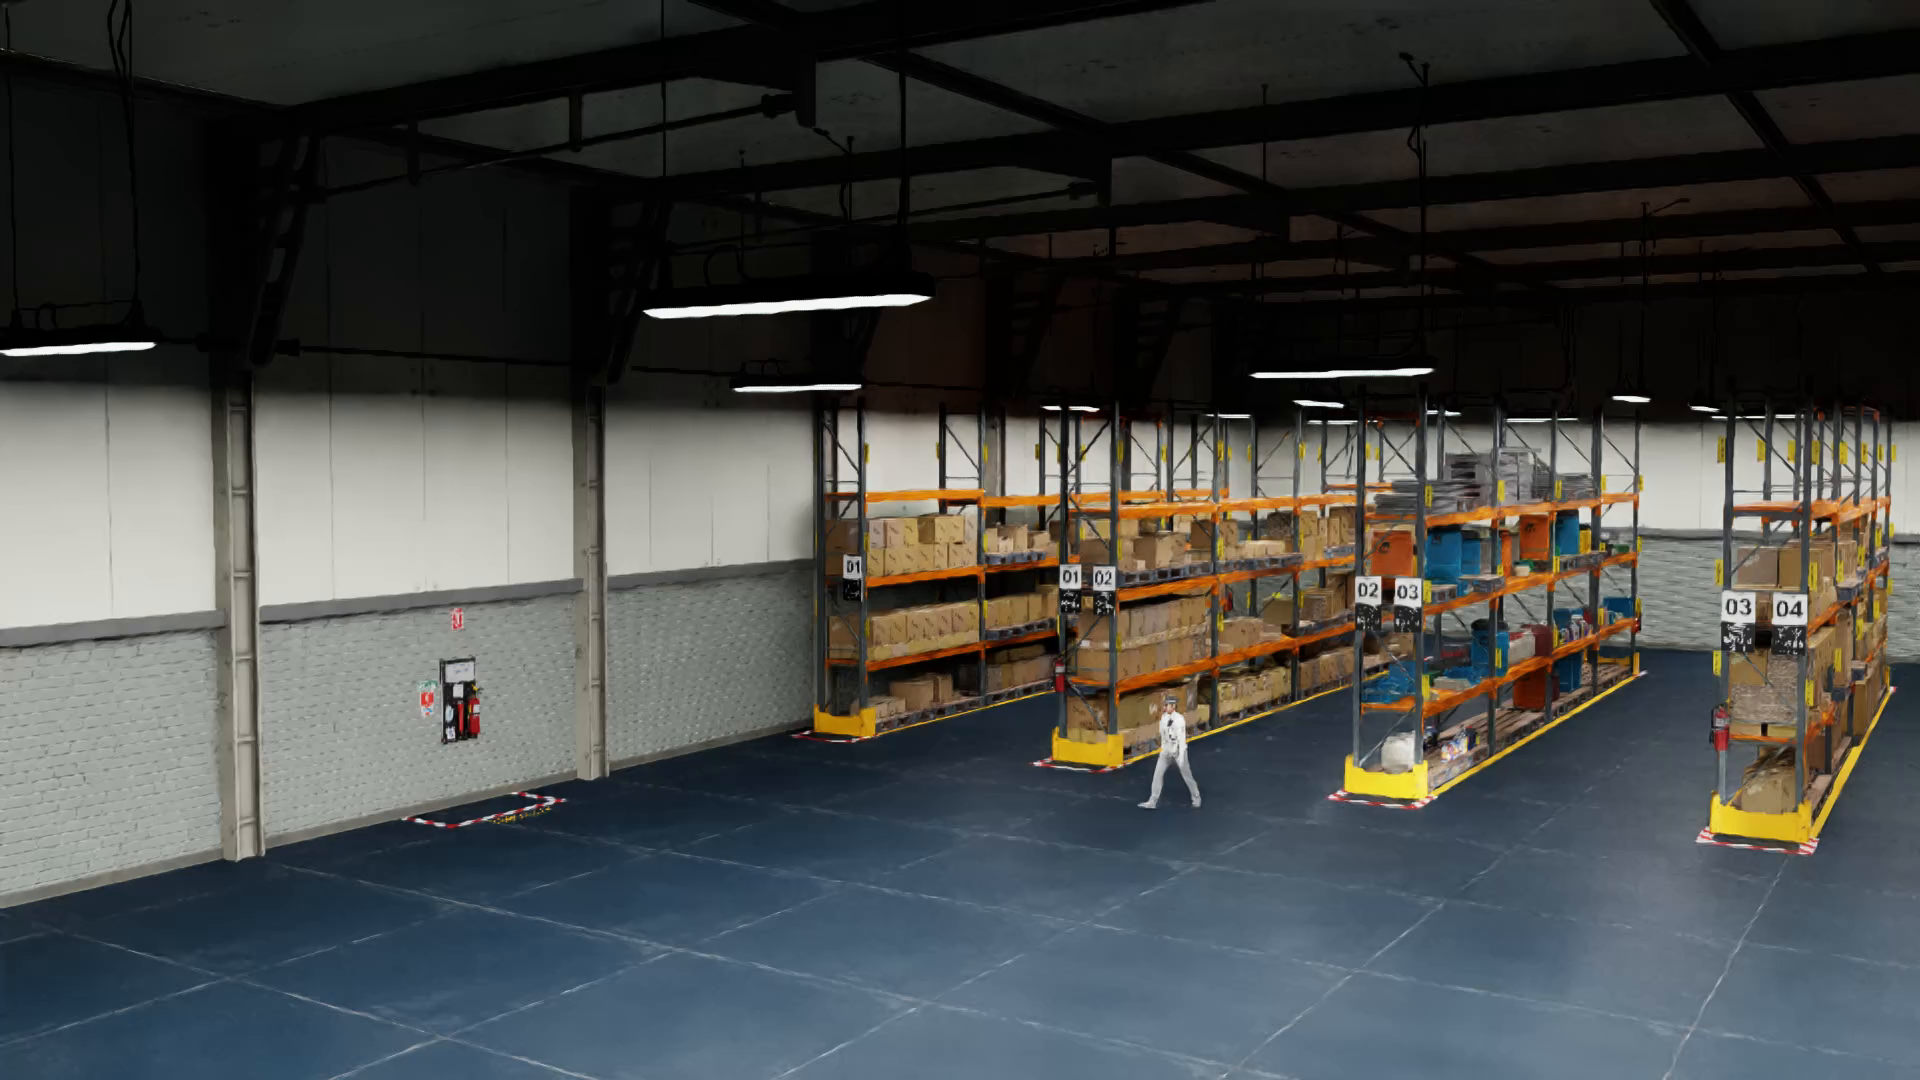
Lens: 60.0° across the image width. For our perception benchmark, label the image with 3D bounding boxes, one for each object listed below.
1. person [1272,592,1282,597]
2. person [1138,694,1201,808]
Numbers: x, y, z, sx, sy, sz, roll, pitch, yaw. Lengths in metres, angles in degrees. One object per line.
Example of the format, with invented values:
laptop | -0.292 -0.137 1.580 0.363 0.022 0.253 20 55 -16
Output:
person | 7.349 2.089 38.356 0.452 1.768 0.632 0 3 1
person | 2.982 2.961 23.316 0.924 1.624 0.521 -2 4 -34
